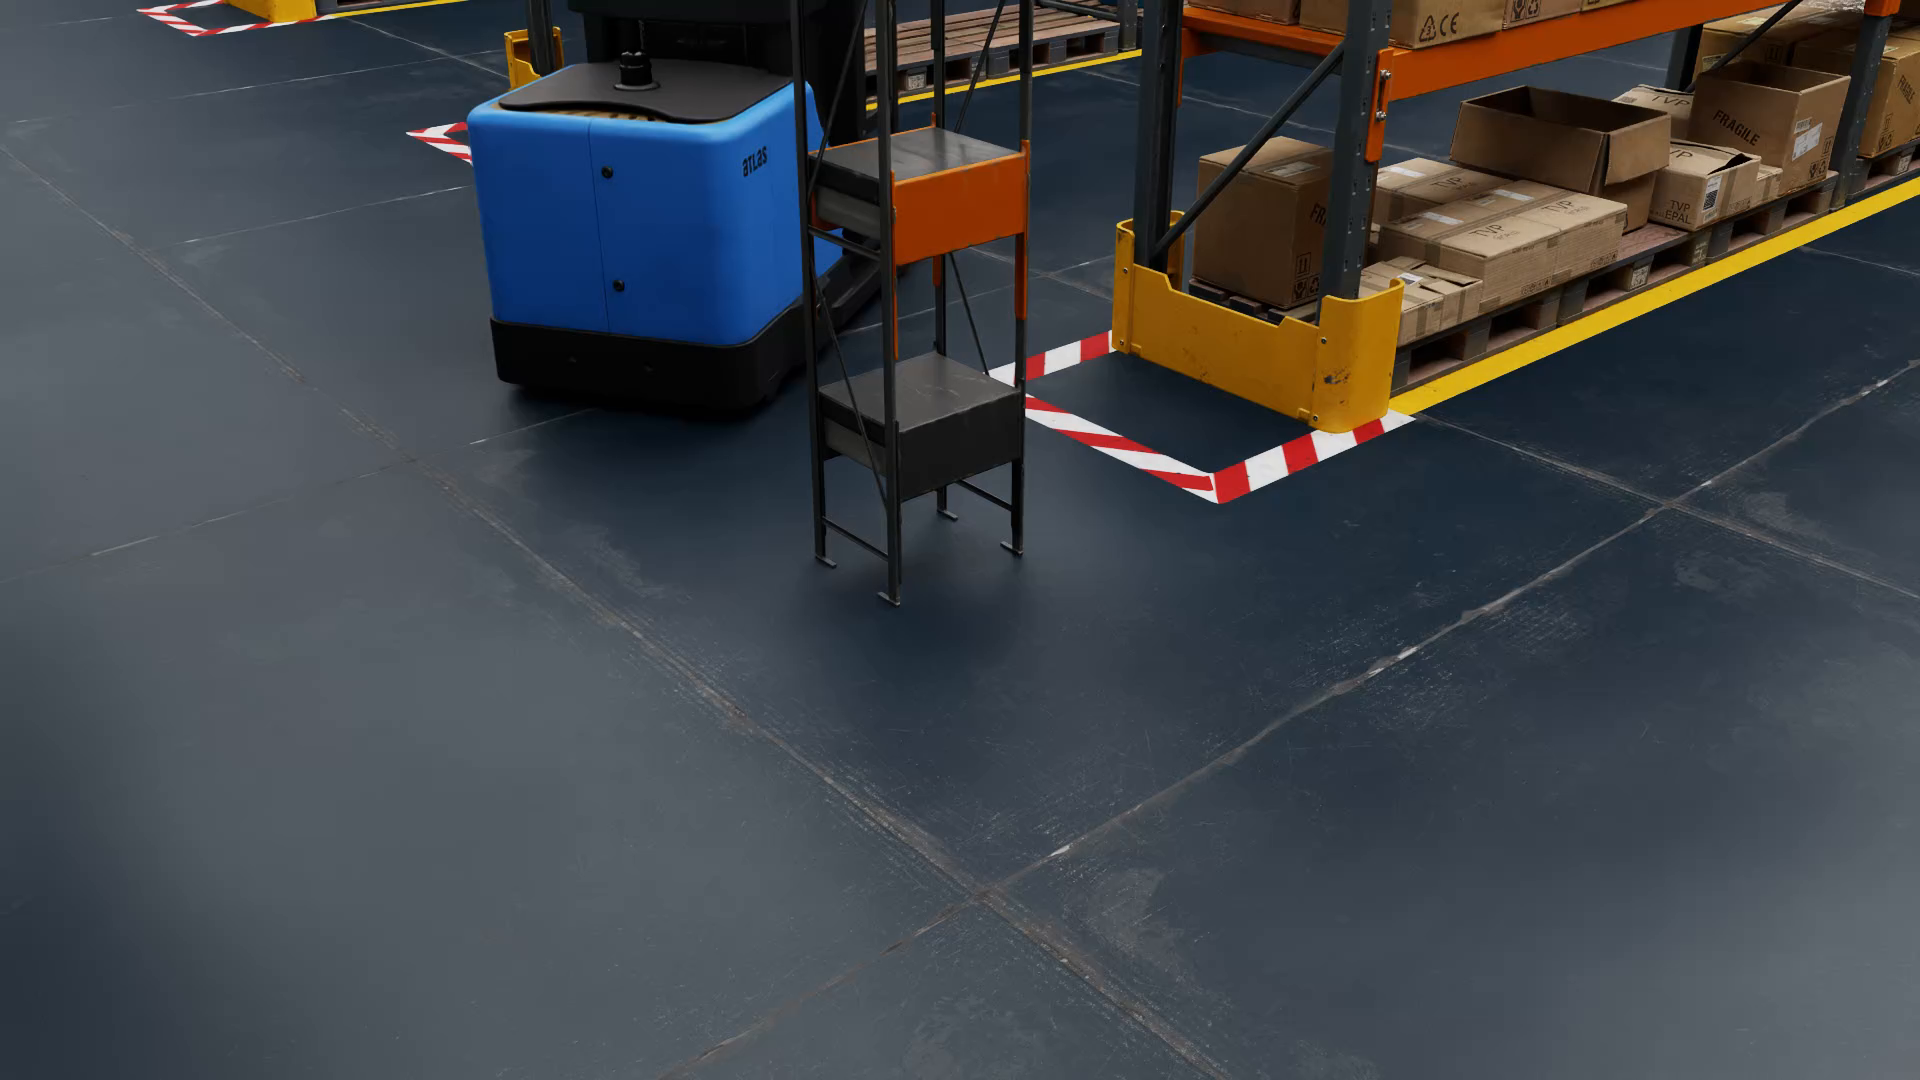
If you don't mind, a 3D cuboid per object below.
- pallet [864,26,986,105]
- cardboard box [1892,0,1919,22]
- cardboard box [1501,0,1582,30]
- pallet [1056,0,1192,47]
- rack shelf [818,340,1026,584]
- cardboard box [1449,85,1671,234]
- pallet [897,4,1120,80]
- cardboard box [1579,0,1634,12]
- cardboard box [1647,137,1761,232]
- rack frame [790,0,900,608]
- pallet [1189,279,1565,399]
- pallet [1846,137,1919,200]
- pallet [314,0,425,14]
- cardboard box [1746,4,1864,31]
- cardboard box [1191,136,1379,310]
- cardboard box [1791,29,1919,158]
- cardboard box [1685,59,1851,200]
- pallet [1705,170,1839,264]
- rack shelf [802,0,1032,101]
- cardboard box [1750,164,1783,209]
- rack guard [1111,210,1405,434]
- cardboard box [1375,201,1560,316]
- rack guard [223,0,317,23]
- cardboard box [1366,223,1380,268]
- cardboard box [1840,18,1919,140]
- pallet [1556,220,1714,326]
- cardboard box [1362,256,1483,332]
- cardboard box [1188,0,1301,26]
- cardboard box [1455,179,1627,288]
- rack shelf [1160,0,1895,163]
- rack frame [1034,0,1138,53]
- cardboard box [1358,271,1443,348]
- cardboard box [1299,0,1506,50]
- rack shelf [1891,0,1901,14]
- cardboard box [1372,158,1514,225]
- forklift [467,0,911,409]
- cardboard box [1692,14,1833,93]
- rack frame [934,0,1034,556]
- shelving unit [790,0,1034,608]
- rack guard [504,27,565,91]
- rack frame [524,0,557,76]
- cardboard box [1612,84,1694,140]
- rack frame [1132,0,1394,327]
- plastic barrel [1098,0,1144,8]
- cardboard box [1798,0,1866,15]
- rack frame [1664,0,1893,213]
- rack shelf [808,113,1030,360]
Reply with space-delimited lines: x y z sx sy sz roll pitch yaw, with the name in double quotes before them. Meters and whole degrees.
"pallet" -0.595 -3.087 10.803 1.213 0.211 1.003 -22 35 -35
"cardboard box" 5.367 -2.943 8.963 0.500 0.250 0.500 -22 35 -35
"cardboard box" 1.935 -2.175 6.031 0.500 0.500 0.500 -22 35 -35
"pallet" 1.482 -3.922 12.365 1.213 0.211 1.003 -22 35 -35
"rack shelf" -0.126 -0.246 4.997 0.480 0.518 0.431 -22 35 -35
"cardboard box" 2.654 -1.670 7.375 0.637 0.503 0.797 -22 35 -35
"pallet" 0.334 -3.462 11.505 1.213 0.211 1.003 -22 35 -35
"cardboard box" 2.318 -2.328 6.317 0.500 0.500 0.500 -22 35 -35
"cardboard box" 3.260 -1.656 7.553 0.500 0.311 0.500 -22 35 -35
"rack frame" -0.312 -0.801 4.521 0.015 2.100 0.400 -22 35 -35
"pallet" 1.701 -0.968 6.837 1.213 0.211 1.003 -22 35 -35
"pallet" 4.674 -2.186 9.117 1.213 0.211 1.003 -22 35 -35
"pallet" -4.832 -4.526 13.495 1.213 0.211 1.003 -22 35 -35
"cardboard box" 4.651 -2.647 9.206 0.500 0.500 0.500 -22 35 -35
"cardboard box" 1.291 -1.276 6.641 0.500 0.500 0.500 -22 35 -35
"cardboard box" 4.606 -2.306 8.568 0.500 0.500 0.500 -24 36 -37
"cardboard box" 3.831 -1.969 7.938 0.500 0.500 0.500 -22 35 -35
"pallet" 3.557 -1.714 8.234 1.213 0.211 1.003 -22 35 -35
"rack shelf" -0.126 -1.481 4.337 0.480 0.518 0.431 -22 35 -35
"cardboard box" 3.584 -1.678 7.766 0.250 0.149 0.380 -22 35 -35
"rack guard" 1.095 -0.851 6.312 0.348 0.500 1.175 -22 35 -35
"cardboard box" 2.015 -1.129 6.631 0.500 0.250 0.500 -22 35 -35
"rack guard" -5.408 -4.373 12.903 0.348 0.500 1.175 -22 35 -35
"cardboard box" 1.657 -1.221 6.891 0.250 0.166 0.380 -22 35 -35
"cardboard box" 5.005 -2.473 8.880 0.500 0.500 0.500 -21 35 -34
"pallet" 2.628 -1.339 7.532 1.213 0.211 1.003 -22 35 -35
"cardboard box" 1.769 -0.956 6.395 0.250 0.166 0.380 -22 35 -35
"cardboard box" 1.201 -2.209 6.094 0.500 0.500 0.500 -21 34 -33
"cardboard box" 2.395 -1.282 6.917 0.500 0.250 0.500 -22 35 -35
"rack shelf" 2.558 -2.225 6.993 4.000 0.370 1.077 -22 35 -35
"rack frame" 0.868 -4.931 11.294 0.127 3.000 1.000 -22 35 -35
"cardboard box" 1.579 -0.872 6.256 0.250 0.149 0.380 -22 35 -35
"cardboard box" 1.546 -2.015 5.733 0.500 0.500 0.500 -21 35 -34
"rack shelf" 5.601 -3.448 9.283 4.000 0.370 1.077 -22 35 -35
"cardboard box" 2.033 -1.446 7.224 0.500 0.250 0.500 -22 35 -35
"forklift" -0.838 -2.441 6.707 1.130 2.935 3.031 8 29 14
"cardboard box" 4.269 -2.499 8.929 0.500 0.500 0.500 -22 35 -35
"rack frame" 0.060 -0.950 4.800 0.015 2.100 0.400 -22 35 -35
"shelving unit" -0.126 -0.875 4.660 0.503 2.100 0.431 -22 35 -35
"rack guard" -2.185 -2.593 9.571 0.348 0.500 1.175 -22 35 -35
"rack frame" -2.175 -3.707 9.005 0.127 3.000 1.000 -22 35 -35
"cardboard box" 3.620 -2.111 8.404 0.500 0.311 0.500 -22 35 -35
"rack frame" 1.037 -1.930 5.679 0.127 3.000 1.000 -22 35 -35
"plastic barrel" 1.293 -4.351 11.990 0.708 0.901 0.600 -22 35 -35
"cardboard box" 5.033 -2.800 9.493 0.500 0.500 0.500 -21 35 -34
"rack frame" 4.080 -3.154 7.969 0.127 3.000 1.000 -22 35 -35
"rack shelf" -0.126 -0.863 4.667 0.480 0.518 0.431 -22 35 -35
